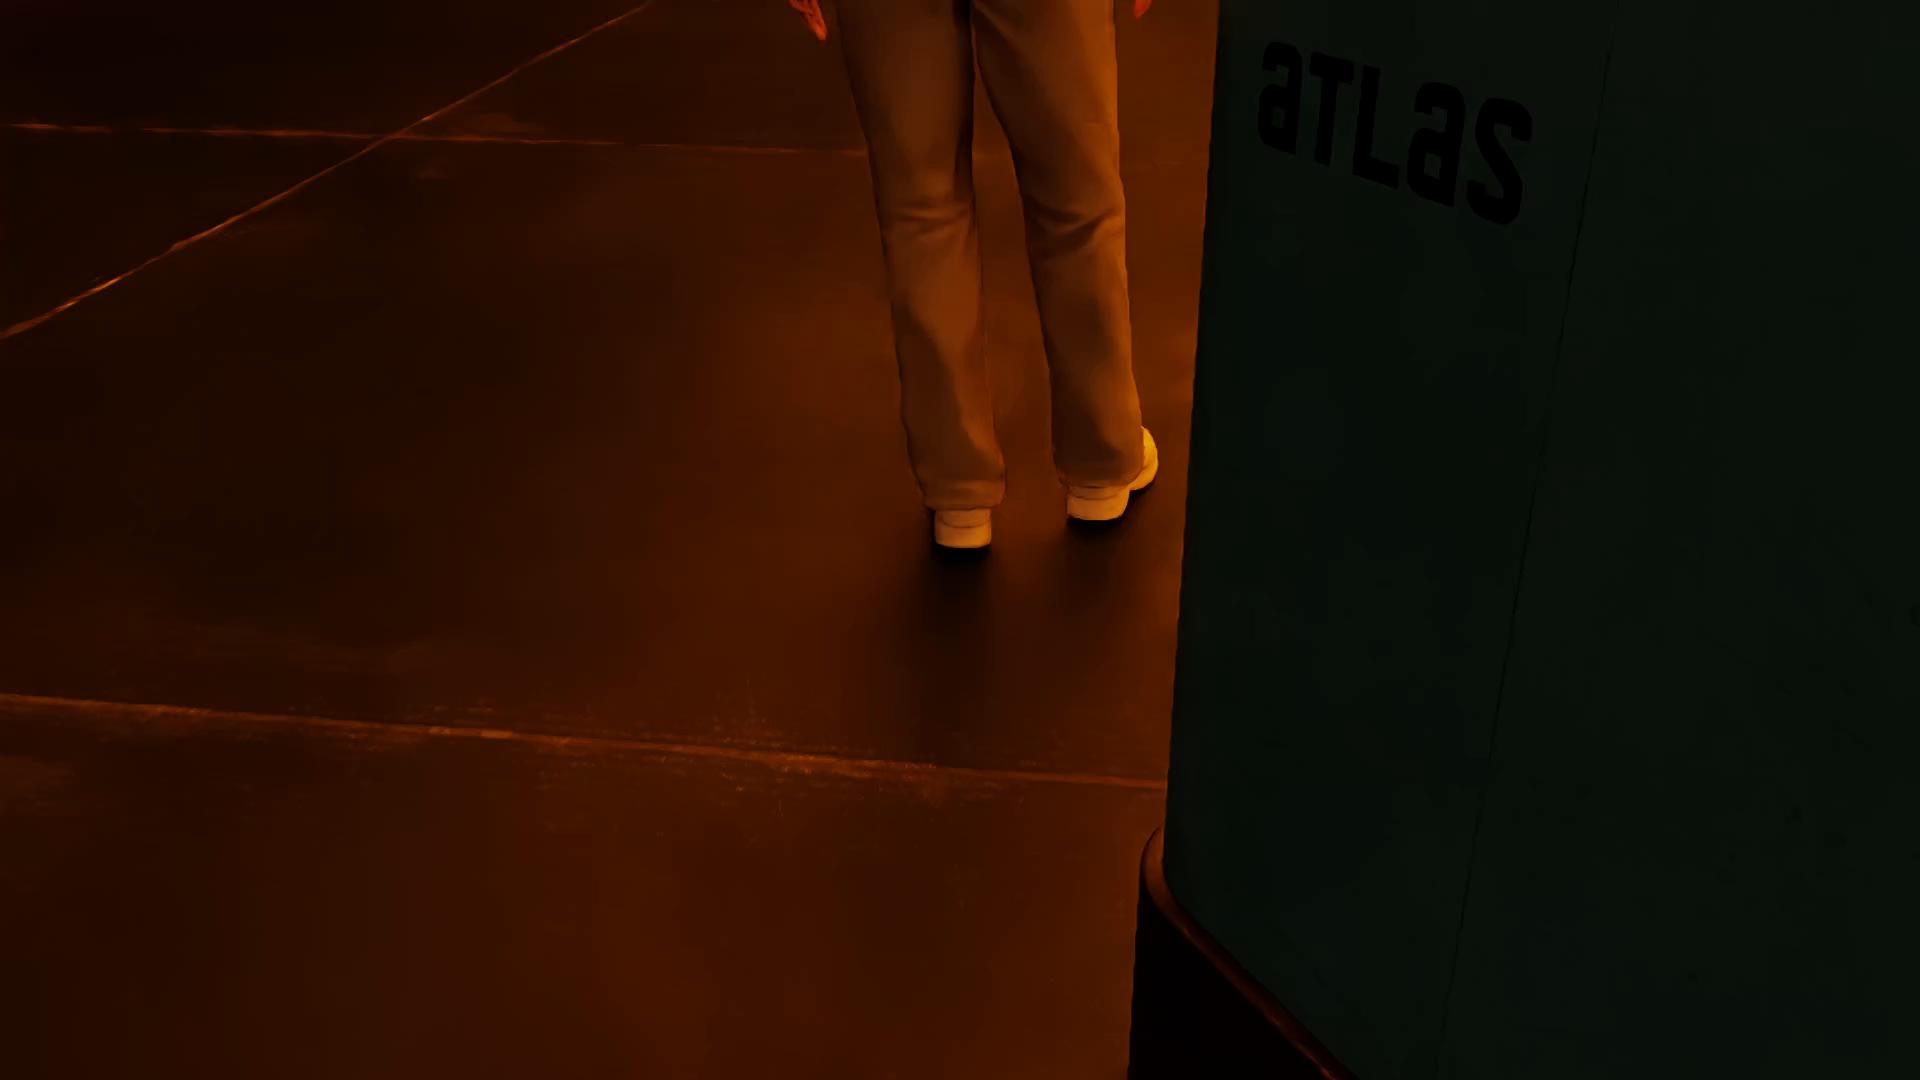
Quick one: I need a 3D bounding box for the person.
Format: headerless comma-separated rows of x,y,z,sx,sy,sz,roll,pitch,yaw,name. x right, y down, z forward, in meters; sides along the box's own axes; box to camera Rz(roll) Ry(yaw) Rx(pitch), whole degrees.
0.024,-0.776,2.205,0.550,1.635,0.526,3,27,7,person
